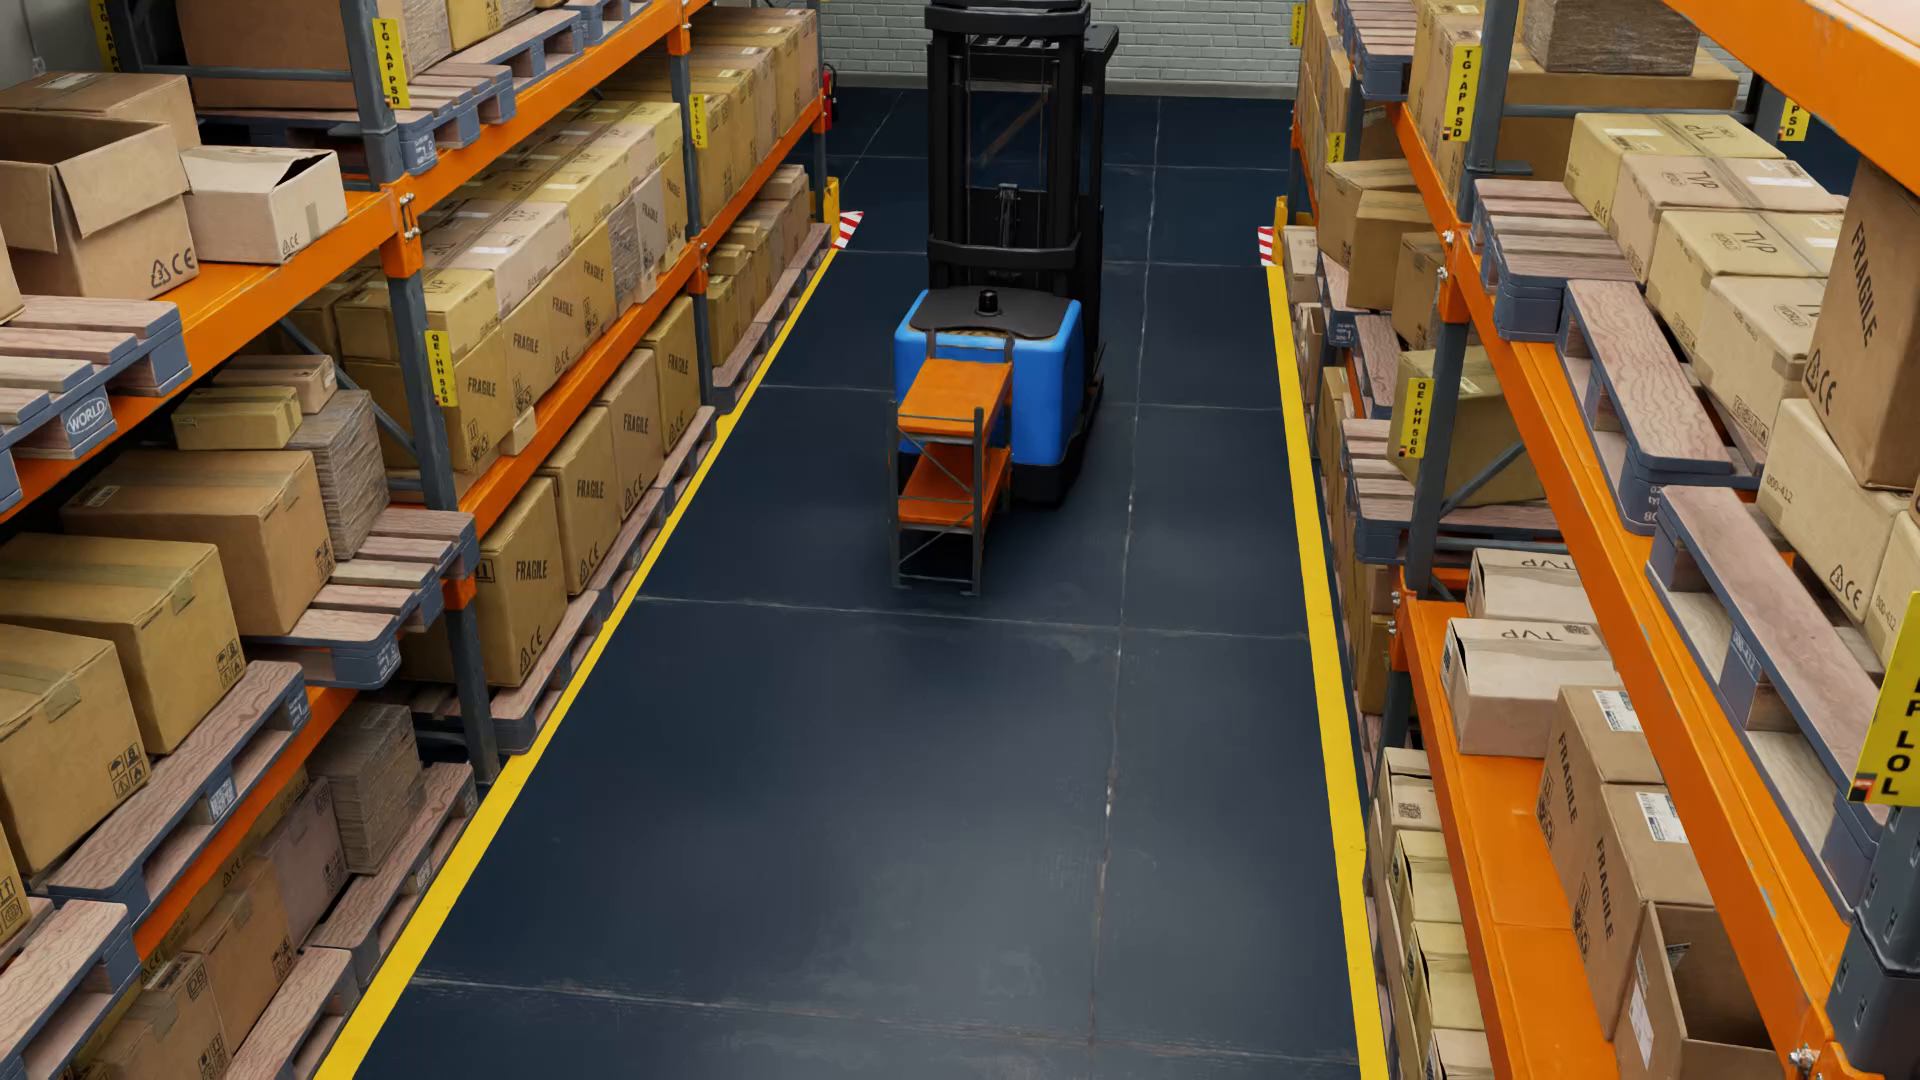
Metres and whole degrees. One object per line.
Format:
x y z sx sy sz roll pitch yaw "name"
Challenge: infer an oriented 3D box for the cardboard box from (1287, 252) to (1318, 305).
2.783 -1.997 12.730 0.500 0.250 0.500 3 28 6 "cardboard box"

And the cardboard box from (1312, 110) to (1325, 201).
2.693 -2.620 11.346 0.500 0.500 0.500 4 29 7 "cardboard box"

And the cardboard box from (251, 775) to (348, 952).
-2.858 1.240 6.458 0.700 0.500 0.500 3 28 6 "cardboard box"

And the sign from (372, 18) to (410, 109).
-2.105 -1.760 6.147 0.100 0.325 0.005 3 28 6 "sign"

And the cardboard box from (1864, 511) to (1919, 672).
1.869 0.196 2.777 0.500 0.250 0.500 6 29 11 "cardboard box"

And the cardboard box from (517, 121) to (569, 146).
-2.525 -2.193 9.428 0.500 0.250 0.500 4 29 7 "cardboard box"

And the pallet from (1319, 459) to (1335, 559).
2.702 -0.229 9.952 1.003 0.211 1.213 3 28 6 "pallet"

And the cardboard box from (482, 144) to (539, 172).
-2.582 -1.957 8.989 0.500 0.250 0.500 2 28 4 "cardboard box"

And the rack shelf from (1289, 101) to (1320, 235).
3.009 -2.466 11.923 1.077 0.370 4.000 3 28 6 "rack shelf"

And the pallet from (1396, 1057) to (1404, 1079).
1.982 2.227 5.394 1.003 0.211 1.213 3 28 6 "pallet"

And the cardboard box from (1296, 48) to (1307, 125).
2.938 -3.575 13.117 0.500 0.500 0.500 4 29 7 "cardboard box"

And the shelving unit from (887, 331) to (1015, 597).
-0.038 -0.449 9.391 0.538 1.125 1.048 5 29 9 "shelving unit"

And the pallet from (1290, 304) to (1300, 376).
2.996 -1.513 12.336 1.003 0.211 1.213 3 28 6 "pallet"

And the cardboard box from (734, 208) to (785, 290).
-1.772 -2.287 13.025 0.700 0.500 0.500 2 28 5 "cardboard box"

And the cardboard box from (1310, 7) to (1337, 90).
2.815 -3.533 11.986 0.500 0.500 0.500 4 29 7 "cardboard box"

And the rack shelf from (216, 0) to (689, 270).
-2.398 -2.190 8.248 1.077 0.370 4.000 3 28 6 "rack shelf"

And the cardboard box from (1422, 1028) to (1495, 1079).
1.735 1.779 5.149 0.500 0.311 0.500 3 28 6 "cardboard box"

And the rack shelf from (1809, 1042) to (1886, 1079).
1.539 1.862 0.727 1.077 0.370 4.000 3 28 6 "rack shelf"

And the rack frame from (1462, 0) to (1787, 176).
2.274 -2.600 5.087 1.000 3.000 0.127 3 28 6 "rack frame"

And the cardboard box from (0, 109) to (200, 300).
-2.894 -1.015 5.178 0.797 0.503 0.637 7 29 13 "cardboard box"

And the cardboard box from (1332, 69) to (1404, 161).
2.569 -2.579 10.214 0.500 0.500 0.500 3 29 6 "cardboard box"

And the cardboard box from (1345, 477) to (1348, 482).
2.279 -0.344 8.607 0.500 0.250 0.500 3 28 5 "cardboard box"

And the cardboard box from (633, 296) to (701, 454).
-2.104 -1.052 10.365 0.750 0.750 0.750 4 29 7 "cardboard box"

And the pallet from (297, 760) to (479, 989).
-2.740 1.351 7.020 1.003 0.211 1.213 3 28 6 "pallet"

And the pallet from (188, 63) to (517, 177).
-2.617 -1.788 6.943 1.213 0.211 1.003 5 29 9 "pallet"

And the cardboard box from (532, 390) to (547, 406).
-2.285 -0.771 8.262 0.380 0.149 0.250 4 29 7 "cardboard box"

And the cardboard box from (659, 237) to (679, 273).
-1.921 -1.730 10.042 0.380 0.149 0.250 4 29 7 "cardboard box"

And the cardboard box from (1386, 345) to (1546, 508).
2.239 -0.490 6.949 0.700 0.500 0.500 -6 29 -11 "cardboard box"

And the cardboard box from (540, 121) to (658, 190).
-2.029 -2.167 9.378 0.500 0.250 0.500 4 29 7 "cardboard box"

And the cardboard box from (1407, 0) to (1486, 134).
2.420 -2.015 7.060 0.910 0.500 0.500 3 28 6 "cardboard box"

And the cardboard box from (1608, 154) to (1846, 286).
2.228 -0.933 4.872 0.500 0.250 0.500 4 29 8 "cardboard box"

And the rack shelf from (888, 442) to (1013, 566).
-0.039 -0.234 9.506 0.538 0.278 1.000 5 29 9 "rack shelf"

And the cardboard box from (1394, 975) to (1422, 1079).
1.800 1.778 5.743 0.500 0.250 0.500 3 28 5 "cardboard box"

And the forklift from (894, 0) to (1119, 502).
0.391 -2.202 10.748 1.130 2.935 3.031 6 29 10 "forklift"

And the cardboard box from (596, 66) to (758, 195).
-1.976 -2.857 11.575 0.980 0.700 0.700 3 28 5 "cardboard box"

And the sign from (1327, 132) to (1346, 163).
2.224 -2.250 9.852 0.100 0.325 0.005 3 28 6 "sign"

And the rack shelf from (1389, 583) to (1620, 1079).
2.029 1.300 4.933 1.077 0.370 4.000 3 28 6 "rack shelf"

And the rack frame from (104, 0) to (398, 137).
-2.643 -2.886 5.618 1.000 3.000 0.127 3 28 6 "rack frame"

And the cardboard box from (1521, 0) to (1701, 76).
2.333 -1.968 5.918 0.500 0.500 0.500 3 28 6 "cardboard box"

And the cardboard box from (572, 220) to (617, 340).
-2.138 -1.367 8.685 0.500 0.500 0.500 4 29 8 "cardboard box"

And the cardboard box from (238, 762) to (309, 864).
-2.812 0.939 6.226 0.500 0.250 0.500 4 29 7 "cardboard box"

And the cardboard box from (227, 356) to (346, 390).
-2.847 -0.666 7.384 0.500 0.500 0.500 4 29 7 "cardboard box"

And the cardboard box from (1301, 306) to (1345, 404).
2.552 -1.219 11.022 0.500 0.500 0.500 3 28 6 "cardboard box"

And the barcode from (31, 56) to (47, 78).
-3.272 -1.678 5.907 0.001 0.075 0.075 3 28 6 "barcode"

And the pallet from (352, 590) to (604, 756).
-2.472 0.616 8.383 1.003 0.211 1.213 3 28 6 "pallet"

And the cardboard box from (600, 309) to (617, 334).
-2.113 -1.255 9.160 0.380 0.149 0.250 3 28 5 "cardboard box"

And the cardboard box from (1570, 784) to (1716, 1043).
2.020 1.036 4.559 0.500 0.500 0.500 3 28 6 "cardboard box"

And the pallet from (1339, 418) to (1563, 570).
2.287 -0.197 7.156 1.213 0.211 1.003 3 28 6 "pallet"

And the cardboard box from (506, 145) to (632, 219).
-2.091 -1.926 8.932 0.500 0.250 0.500 4 29 7 "cardboard box"

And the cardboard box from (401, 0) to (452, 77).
-2.628 -2.287 7.100 0.700 0.500 0.500 2 28 3 "cardboard box"

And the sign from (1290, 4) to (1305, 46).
2.715 -4.137 13.353 0.100 0.325 0.005 3 28 6 "sign"

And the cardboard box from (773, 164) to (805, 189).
-1.484 -2.974 13.616 0.380 0.149 0.250 3 28 6 "cardboard box"

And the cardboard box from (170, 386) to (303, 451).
-2.680 -0.451 6.172 0.380 0.149 0.250 -1 28 -2 "cardboard box"

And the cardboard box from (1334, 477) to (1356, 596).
2.277 0.003 8.753 0.500 0.500 0.500 2 28 4 "cardboard box"

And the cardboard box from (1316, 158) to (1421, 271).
2.484 -1.860 9.492 0.700 0.500 0.500 -6 29 -11 "cardboard box"

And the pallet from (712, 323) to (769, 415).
-1.982 -1.253 11.854 1.003 0.211 1.213 3 28 6 "pallet"

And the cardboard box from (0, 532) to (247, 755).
-2.821 0.327 5.411 0.700 0.500 0.500 3 28 6 "cardboard box"
